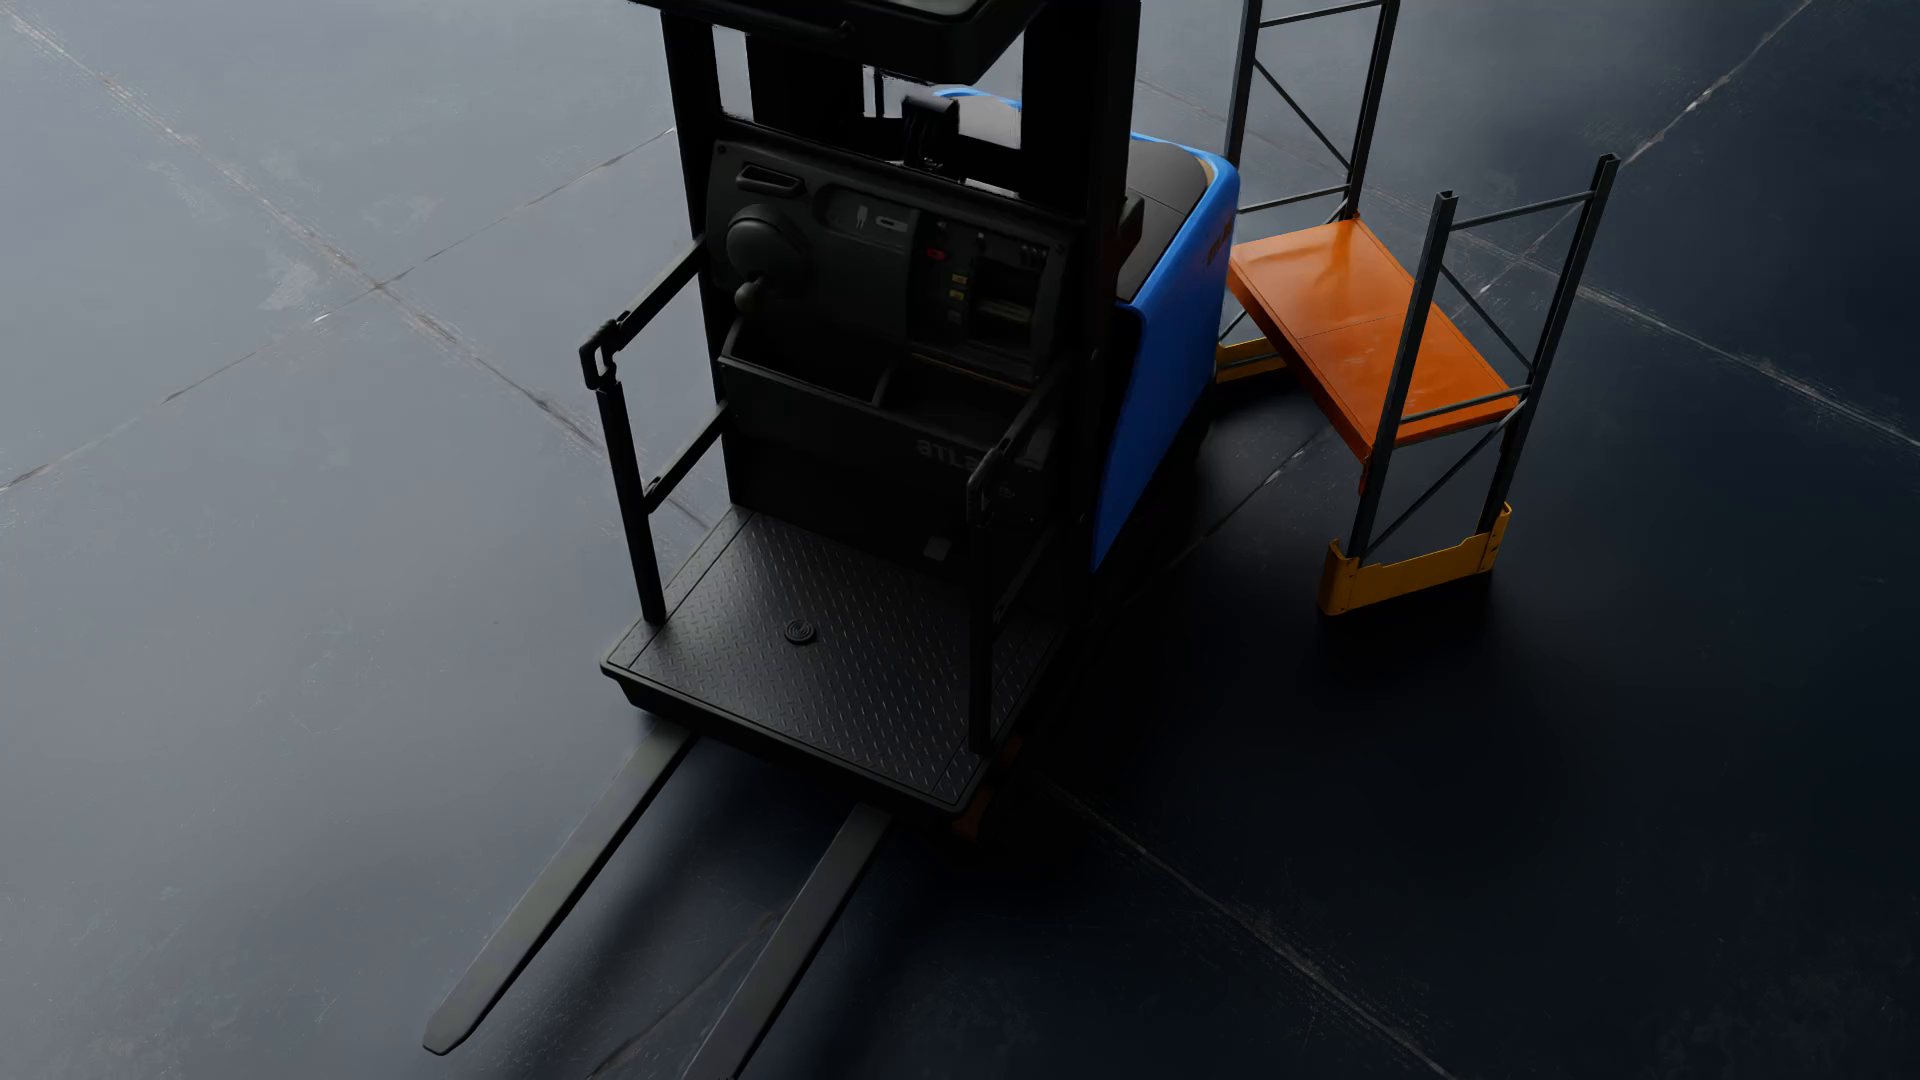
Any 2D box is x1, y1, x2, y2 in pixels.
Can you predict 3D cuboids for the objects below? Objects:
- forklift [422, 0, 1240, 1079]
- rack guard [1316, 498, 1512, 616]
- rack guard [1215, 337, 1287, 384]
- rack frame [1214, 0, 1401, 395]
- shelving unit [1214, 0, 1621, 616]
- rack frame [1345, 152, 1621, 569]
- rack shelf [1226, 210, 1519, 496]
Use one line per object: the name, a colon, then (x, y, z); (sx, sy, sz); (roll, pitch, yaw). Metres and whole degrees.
forklift: (-0.277, -0.563, 3.768); (1.130, 2.935, 3.031); (20, 50, 18)
rack guard: (1.372, 0.047, 5.034); (0.587, 0.250, 0.087); (-15, 49, -13)
rack guard: (1.033, -0.636, 5.676); (0.587, 0.250, 0.087); (-15, 49, -13)
rack frame: (1.033, -1.065, 5.221); (0.500, 1.500, 0.032); (-15, 49, -13)
shelving unit: (1.203, -0.722, 4.899); (0.587, 1.500, 1.083); (-15, 49, -13)
rack frame: (1.378, -0.368, 4.566); (0.500, 1.500, 0.032); (-15, 49, -13)
rack shelf: (1.206, -0.593, 5.025); (0.538, 0.185, 1.000); (-15, 49, -13)
